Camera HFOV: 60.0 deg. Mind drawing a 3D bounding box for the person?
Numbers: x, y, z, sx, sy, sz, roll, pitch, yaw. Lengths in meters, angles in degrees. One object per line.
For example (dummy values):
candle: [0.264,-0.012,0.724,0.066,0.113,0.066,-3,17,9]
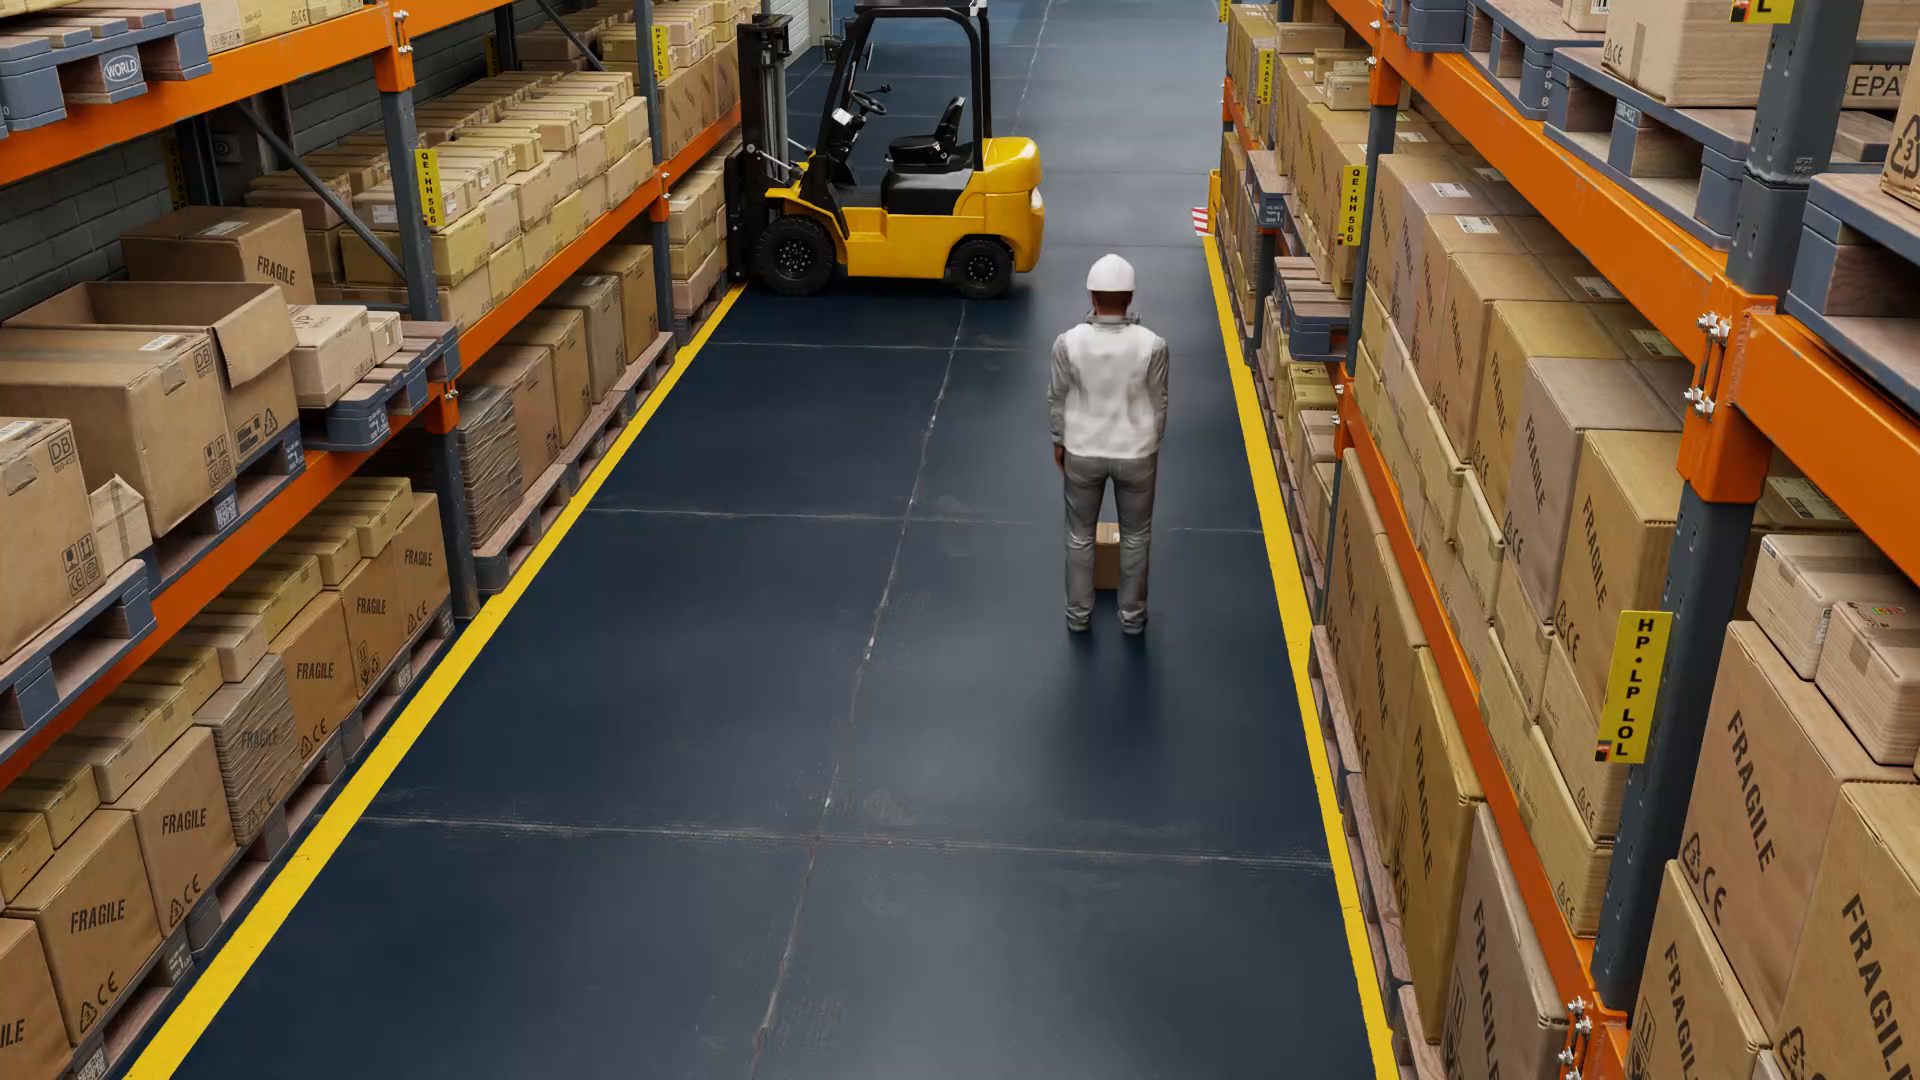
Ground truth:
person: [0.656,-0.412,7.500,0.535,1.763,0.363,3,25,7]
